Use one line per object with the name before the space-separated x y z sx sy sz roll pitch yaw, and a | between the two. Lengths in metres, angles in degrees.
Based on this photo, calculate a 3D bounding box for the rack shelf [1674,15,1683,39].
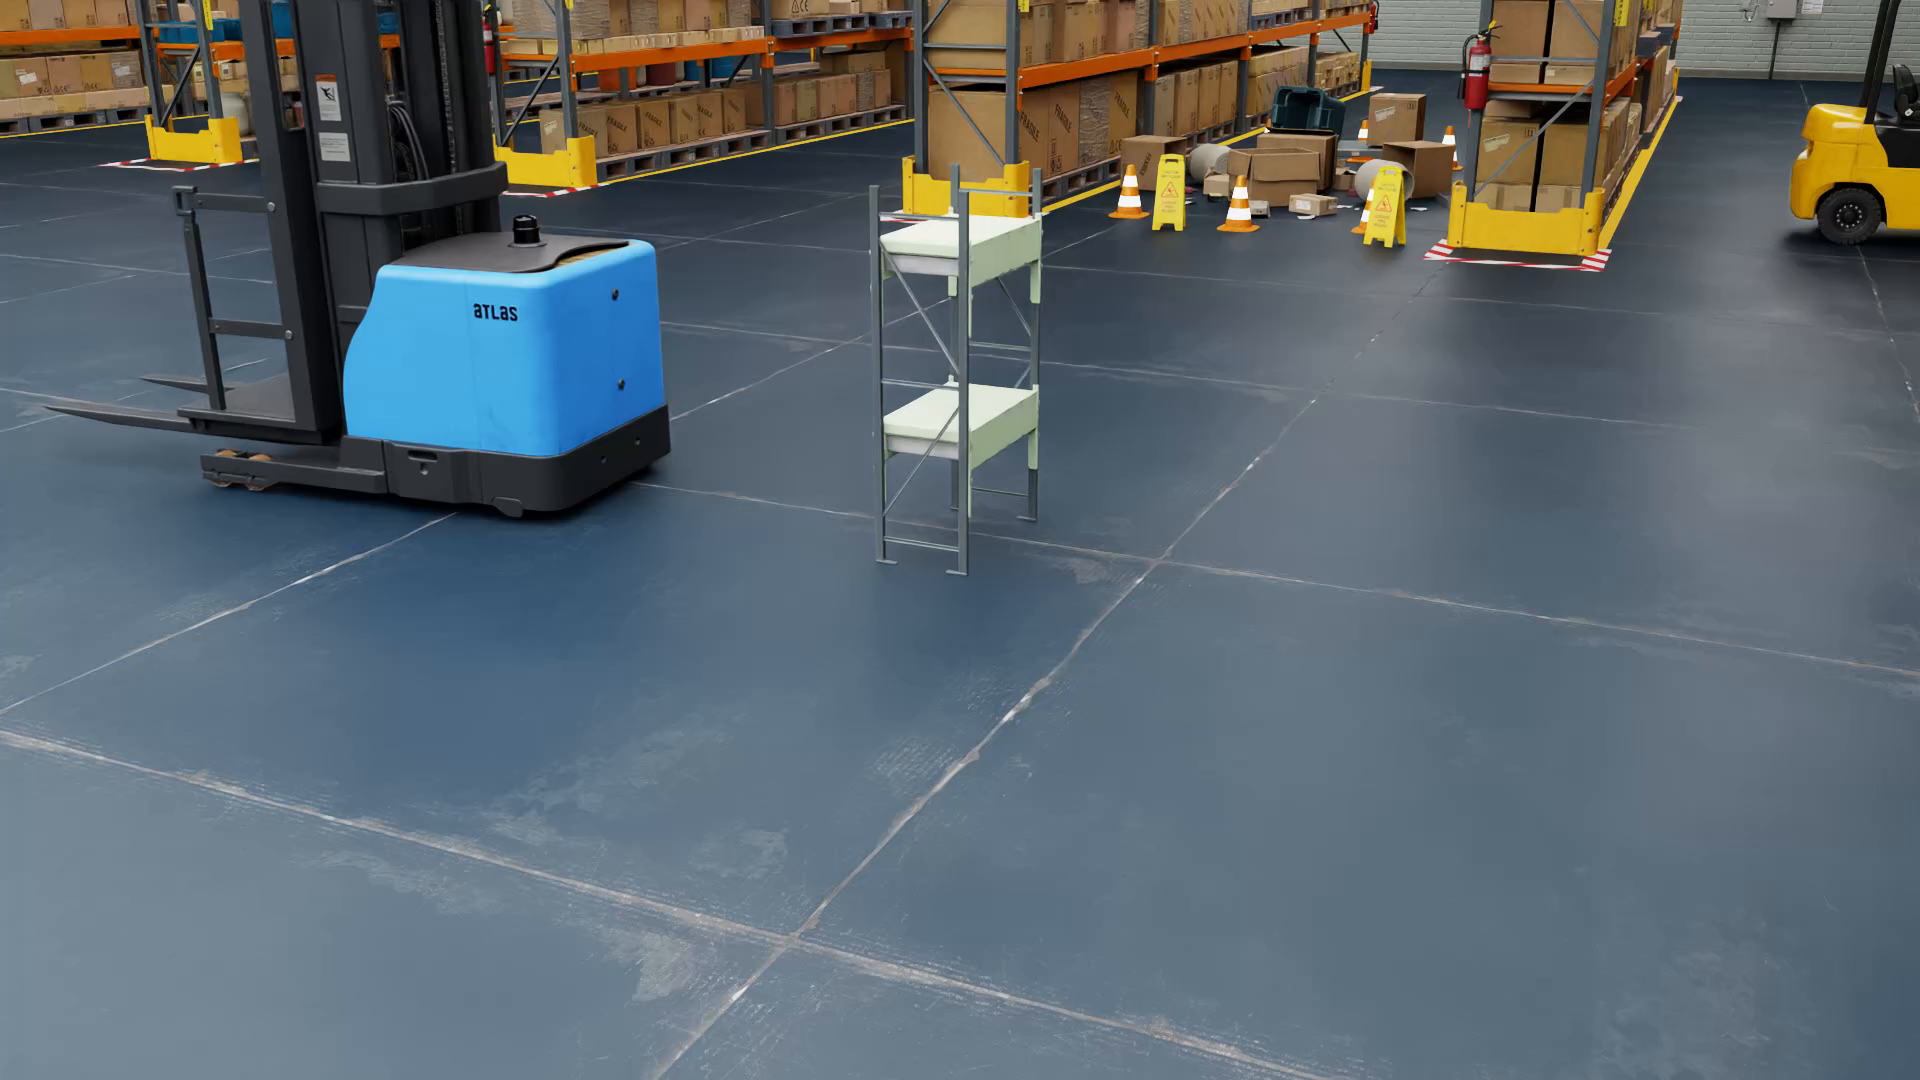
rack shelf | 10.348 -7.747 25.351 1.077 0.370 4.000 9 21 23

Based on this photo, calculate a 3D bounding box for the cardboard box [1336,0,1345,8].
cardboard box | 5.840 -8.729 26.443 0.500 0.500 0.500 8 21 22

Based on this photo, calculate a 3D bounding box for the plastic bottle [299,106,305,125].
plastic bottle | -8.366 -5.454 21.225 0.061 0.283 0.133 9 21 23

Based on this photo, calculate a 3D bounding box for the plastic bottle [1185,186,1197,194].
plastic bottle | 2.257 -3.548 16.853 0.283 0.061 0.133 1 20 4

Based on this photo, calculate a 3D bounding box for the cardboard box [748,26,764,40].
cardboard box | -2.607 -6.165 20.202 0.380 0.149 0.250 9 21 23

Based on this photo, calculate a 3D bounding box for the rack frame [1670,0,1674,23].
rack frame | 9.529 -7.475 23.511 1.000 3.000 0.127 9 21 23

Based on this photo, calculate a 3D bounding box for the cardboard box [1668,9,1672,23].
cardboard box | 9.576 -7.233 23.053 0.500 0.250 0.500 8 21 21

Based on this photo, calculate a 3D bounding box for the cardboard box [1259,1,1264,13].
cardboard box | 3.921 -7.254 22.637 0.380 0.149 0.250 10 22 25

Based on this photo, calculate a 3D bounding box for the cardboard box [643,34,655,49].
cardboard box | -3.586 -5.486 18.292 0.380 0.149 0.250 9 21 23

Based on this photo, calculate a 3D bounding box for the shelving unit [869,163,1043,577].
shelving unit | -0.003 -0.705 6.712 0.431 1.500 0.755 9 21 23

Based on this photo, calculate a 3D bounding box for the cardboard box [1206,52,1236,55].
cardboard box | 3.572 -6.675 23.246 0.500 0.250 0.500 9 21 23

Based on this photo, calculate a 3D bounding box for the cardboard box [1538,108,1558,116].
cardboard box | 5.129 -3.656 15.131 0.500 0.500 0.500 8 21 21

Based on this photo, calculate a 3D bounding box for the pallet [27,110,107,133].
pallet | -12.686 -5.824 23.030 1.003 0.211 1.213 9 21 23

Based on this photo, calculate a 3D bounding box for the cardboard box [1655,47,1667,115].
cardboard box | 8.986 -6.194 22.453 0.875 0.875 0.875 9 22 24

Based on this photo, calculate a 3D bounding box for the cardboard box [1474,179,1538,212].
cardboard box | 4.711 -3.000 14.406 0.500 0.250 0.500 8 21 22

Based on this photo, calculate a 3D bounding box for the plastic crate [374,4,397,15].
plastic crate | -7.637 -6.897 21.978 0.767 0.338 0.504 9 21 23

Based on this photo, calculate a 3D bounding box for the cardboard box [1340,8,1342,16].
cardboard box | 5.949 -8.544 26.892 0.380 0.149 0.250 9 22 25

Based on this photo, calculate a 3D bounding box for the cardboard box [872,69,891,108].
cardboard box | -1.406 -6.434 23.658 0.700 0.500 0.500 7 21 20

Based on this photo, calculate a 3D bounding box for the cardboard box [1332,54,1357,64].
cardboard box | 6.479 -8.119 28.062 0.380 0.149 0.250 8 21 21

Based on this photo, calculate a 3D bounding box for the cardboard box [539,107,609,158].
cardboard box | -4.155 -4.375 17.898 0.500 0.500 0.500 13 23 33

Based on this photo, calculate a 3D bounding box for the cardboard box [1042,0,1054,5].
cardboard box | 0.386 -5.323 15.625 0.875 0.550 0.550 9 21 23

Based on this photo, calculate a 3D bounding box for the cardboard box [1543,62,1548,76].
cardboard box | 5.011 -4.142 14.514 0.380 0.149 0.250 9 21 23

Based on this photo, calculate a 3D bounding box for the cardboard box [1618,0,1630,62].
cardboard box | 5.272 -4.259 13.876 0.500 0.500 0.500 9 22 24

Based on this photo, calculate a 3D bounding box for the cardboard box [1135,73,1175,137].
cardboard box | 1.868 -5.018 19.332 1.050 0.750 0.750 8 21 22

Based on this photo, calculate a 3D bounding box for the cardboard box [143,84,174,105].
cardboard box | -11.814 -6.480 24.191 0.500 0.250 0.500 9 21 23

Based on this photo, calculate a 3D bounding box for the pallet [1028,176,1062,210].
pallet | 0.314 -3.396 16.204 1.003 0.211 1.213 9 21 23

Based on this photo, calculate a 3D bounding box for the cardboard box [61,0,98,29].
cardboard box | -12.419 -7.345 22.997 0.700 0.500 0.500 9 21 24

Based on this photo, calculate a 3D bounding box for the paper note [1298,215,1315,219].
paper note | 3.187 -2.970 15.274 0.148 0.019 0.142 1 20 4

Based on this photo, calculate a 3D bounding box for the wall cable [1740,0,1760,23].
wall cable | 14.754 -10.712 31.098 0.588 1.984 0.122 9 21 23

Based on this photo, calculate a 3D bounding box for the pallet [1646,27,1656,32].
pallet | 7.118 -5.551 18.387 1.003 0.211 1.213 9 21 23

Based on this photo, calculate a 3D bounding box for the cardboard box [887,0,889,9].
cardboard box | -1.174 -7.844 24.399 0.500 0.500 0.500 9 22 24

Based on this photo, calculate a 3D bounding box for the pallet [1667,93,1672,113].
pallet | 10.410 -6.757 25.654 1.003 0.211 1.213 9 21 23

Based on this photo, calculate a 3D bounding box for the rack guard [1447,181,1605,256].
rack guard | 4.647 -2.652 13.680 1.175 0.500 0.348 9 21 23

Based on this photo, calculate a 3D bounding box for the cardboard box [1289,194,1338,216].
cardboard box | 3.309 -3.141 15.579 0.250 0.149 0.380 -14 24 -33

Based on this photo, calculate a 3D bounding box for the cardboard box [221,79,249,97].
cardboard box | -11.222 -6.897 25.363 0.500 0.250 0.500 9 22 24

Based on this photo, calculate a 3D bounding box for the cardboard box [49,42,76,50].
cardboard box | -15.450 -8.483 28.300 0.500 0.250 0.500 8 21 22

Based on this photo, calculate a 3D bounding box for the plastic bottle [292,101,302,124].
plastic bottle | -8.464 -5.465 21.267 0.152 0.276 0.135 9 21 23

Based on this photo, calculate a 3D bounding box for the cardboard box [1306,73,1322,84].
cardboard box | 5.412 -7.185 25.880 0.380 0.149 0.250 10 22 25

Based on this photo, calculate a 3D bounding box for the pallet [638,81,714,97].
pallet | -4.882 -7.596 28.013 1.003 0.211 1.213 9 21 23

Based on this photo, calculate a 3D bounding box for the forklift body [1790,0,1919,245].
forklift body | 8.258 -3.557 13.760 2.313 2.155 1.214 9 21 23

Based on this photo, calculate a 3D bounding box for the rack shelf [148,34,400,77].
rack shelf | -8.125 -6.118 20.770 1.077 0.370 4.000 9 21 23

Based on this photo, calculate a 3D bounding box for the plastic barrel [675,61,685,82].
plastic barrel | -4.871 -7.999 28.071 0.421 0.512 0.421 0 20 0

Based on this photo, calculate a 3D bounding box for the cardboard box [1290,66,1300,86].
cardboard box | 4.688 -6.726 24.508 0.500 0.500 0.500 8 21 21

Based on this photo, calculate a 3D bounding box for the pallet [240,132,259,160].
pallet | -8.618 -4.810 20.177 1.003 0.211 1.213 9 21 23

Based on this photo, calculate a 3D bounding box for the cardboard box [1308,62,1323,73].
cardboard box | 5.469 -7.411 26.072 0.380 0.149 0.250 10 22 25

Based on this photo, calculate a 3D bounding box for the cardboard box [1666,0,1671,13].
cardboard box | 8.972 -7.000 21.653 0.500 0.250 0.500 9 21 24

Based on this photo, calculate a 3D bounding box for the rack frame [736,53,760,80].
rack frame | -4.030 -9.514 29.245 1.000 3.000 0.127 9 21 23

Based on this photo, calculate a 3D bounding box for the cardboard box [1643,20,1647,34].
cardboard box | 6.878 -5.310 17.170 0.380 0.149 0.250 9 21 24

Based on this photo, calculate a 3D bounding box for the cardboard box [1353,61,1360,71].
cardboard box | 6.654 -8.140 28.566 0.380 0.149 0.250 8 21 21

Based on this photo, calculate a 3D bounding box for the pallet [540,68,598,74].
pallet | -7.767 -9.465 33.269 1.003 0.211 1.213 9 21 23

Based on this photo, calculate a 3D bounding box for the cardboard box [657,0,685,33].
cardboard box | -3.620 -5.986 18.730 0.875 0.500 0.500 9 21 23

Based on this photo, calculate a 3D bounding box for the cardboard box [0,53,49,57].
cardboard box | -12.911 -6.448 22.980 0.500 0.500 0.500 9 21 23

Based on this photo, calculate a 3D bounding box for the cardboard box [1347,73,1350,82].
cardboard box | 6.385 -7.850 28.193 0.380 0.149 0.250 8 21 22

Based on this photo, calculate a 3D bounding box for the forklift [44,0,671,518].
forklift | -2.954 -1.761 7.545 3.031 2.935 1.130 7 21 18

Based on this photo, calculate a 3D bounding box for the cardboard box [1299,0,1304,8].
cardboard box | 4.884 -7.975 24.664 0.380 0.149 0.250 9 21 23
